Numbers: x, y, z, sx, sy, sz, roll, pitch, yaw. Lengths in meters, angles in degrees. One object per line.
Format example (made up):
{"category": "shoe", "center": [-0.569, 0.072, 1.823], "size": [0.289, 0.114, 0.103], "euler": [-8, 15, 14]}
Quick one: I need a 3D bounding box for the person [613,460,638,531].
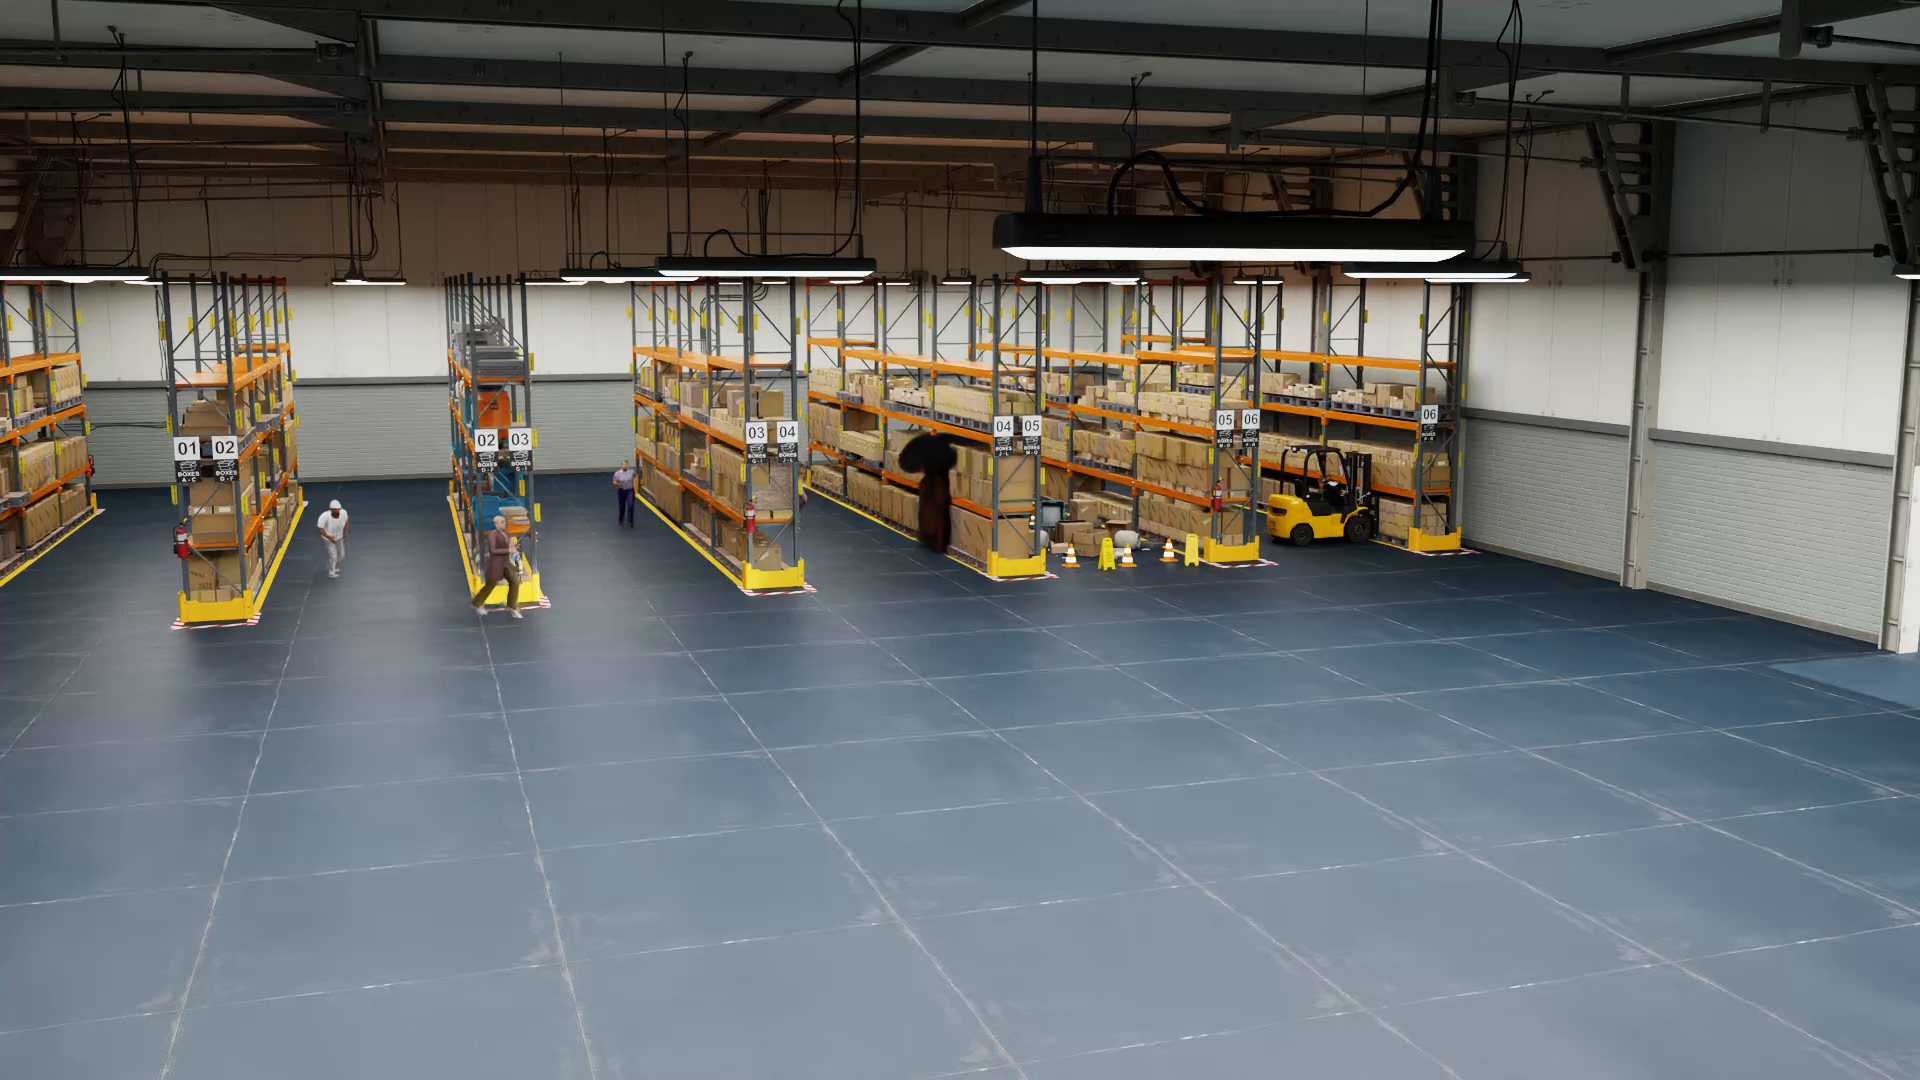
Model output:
{"category": "person", "center": [-8.002, -1.073, 39.855], "size": [0.599, 1.667, 0.893], "euler": [-2, 9, -11]}

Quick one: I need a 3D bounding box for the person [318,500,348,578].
{"category": "person", "center": [-12.455, -0.036, 32.998], "size": [0.925, 1.593, 0.673], "euler": [7, 11, 37]}

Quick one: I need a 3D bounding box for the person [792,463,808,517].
{"category": "person", "center": [-3.966, -1.208, 40.430], "size": [0.582, 1.380, 0.928], "euler": [-7, 11, -38]}

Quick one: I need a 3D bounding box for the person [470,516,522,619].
{"category": "person", "center": [-8.091, 0.486, 29.072], "size": [0.991, 1.824, 0.716], "euler": [3, 9, 19]}
